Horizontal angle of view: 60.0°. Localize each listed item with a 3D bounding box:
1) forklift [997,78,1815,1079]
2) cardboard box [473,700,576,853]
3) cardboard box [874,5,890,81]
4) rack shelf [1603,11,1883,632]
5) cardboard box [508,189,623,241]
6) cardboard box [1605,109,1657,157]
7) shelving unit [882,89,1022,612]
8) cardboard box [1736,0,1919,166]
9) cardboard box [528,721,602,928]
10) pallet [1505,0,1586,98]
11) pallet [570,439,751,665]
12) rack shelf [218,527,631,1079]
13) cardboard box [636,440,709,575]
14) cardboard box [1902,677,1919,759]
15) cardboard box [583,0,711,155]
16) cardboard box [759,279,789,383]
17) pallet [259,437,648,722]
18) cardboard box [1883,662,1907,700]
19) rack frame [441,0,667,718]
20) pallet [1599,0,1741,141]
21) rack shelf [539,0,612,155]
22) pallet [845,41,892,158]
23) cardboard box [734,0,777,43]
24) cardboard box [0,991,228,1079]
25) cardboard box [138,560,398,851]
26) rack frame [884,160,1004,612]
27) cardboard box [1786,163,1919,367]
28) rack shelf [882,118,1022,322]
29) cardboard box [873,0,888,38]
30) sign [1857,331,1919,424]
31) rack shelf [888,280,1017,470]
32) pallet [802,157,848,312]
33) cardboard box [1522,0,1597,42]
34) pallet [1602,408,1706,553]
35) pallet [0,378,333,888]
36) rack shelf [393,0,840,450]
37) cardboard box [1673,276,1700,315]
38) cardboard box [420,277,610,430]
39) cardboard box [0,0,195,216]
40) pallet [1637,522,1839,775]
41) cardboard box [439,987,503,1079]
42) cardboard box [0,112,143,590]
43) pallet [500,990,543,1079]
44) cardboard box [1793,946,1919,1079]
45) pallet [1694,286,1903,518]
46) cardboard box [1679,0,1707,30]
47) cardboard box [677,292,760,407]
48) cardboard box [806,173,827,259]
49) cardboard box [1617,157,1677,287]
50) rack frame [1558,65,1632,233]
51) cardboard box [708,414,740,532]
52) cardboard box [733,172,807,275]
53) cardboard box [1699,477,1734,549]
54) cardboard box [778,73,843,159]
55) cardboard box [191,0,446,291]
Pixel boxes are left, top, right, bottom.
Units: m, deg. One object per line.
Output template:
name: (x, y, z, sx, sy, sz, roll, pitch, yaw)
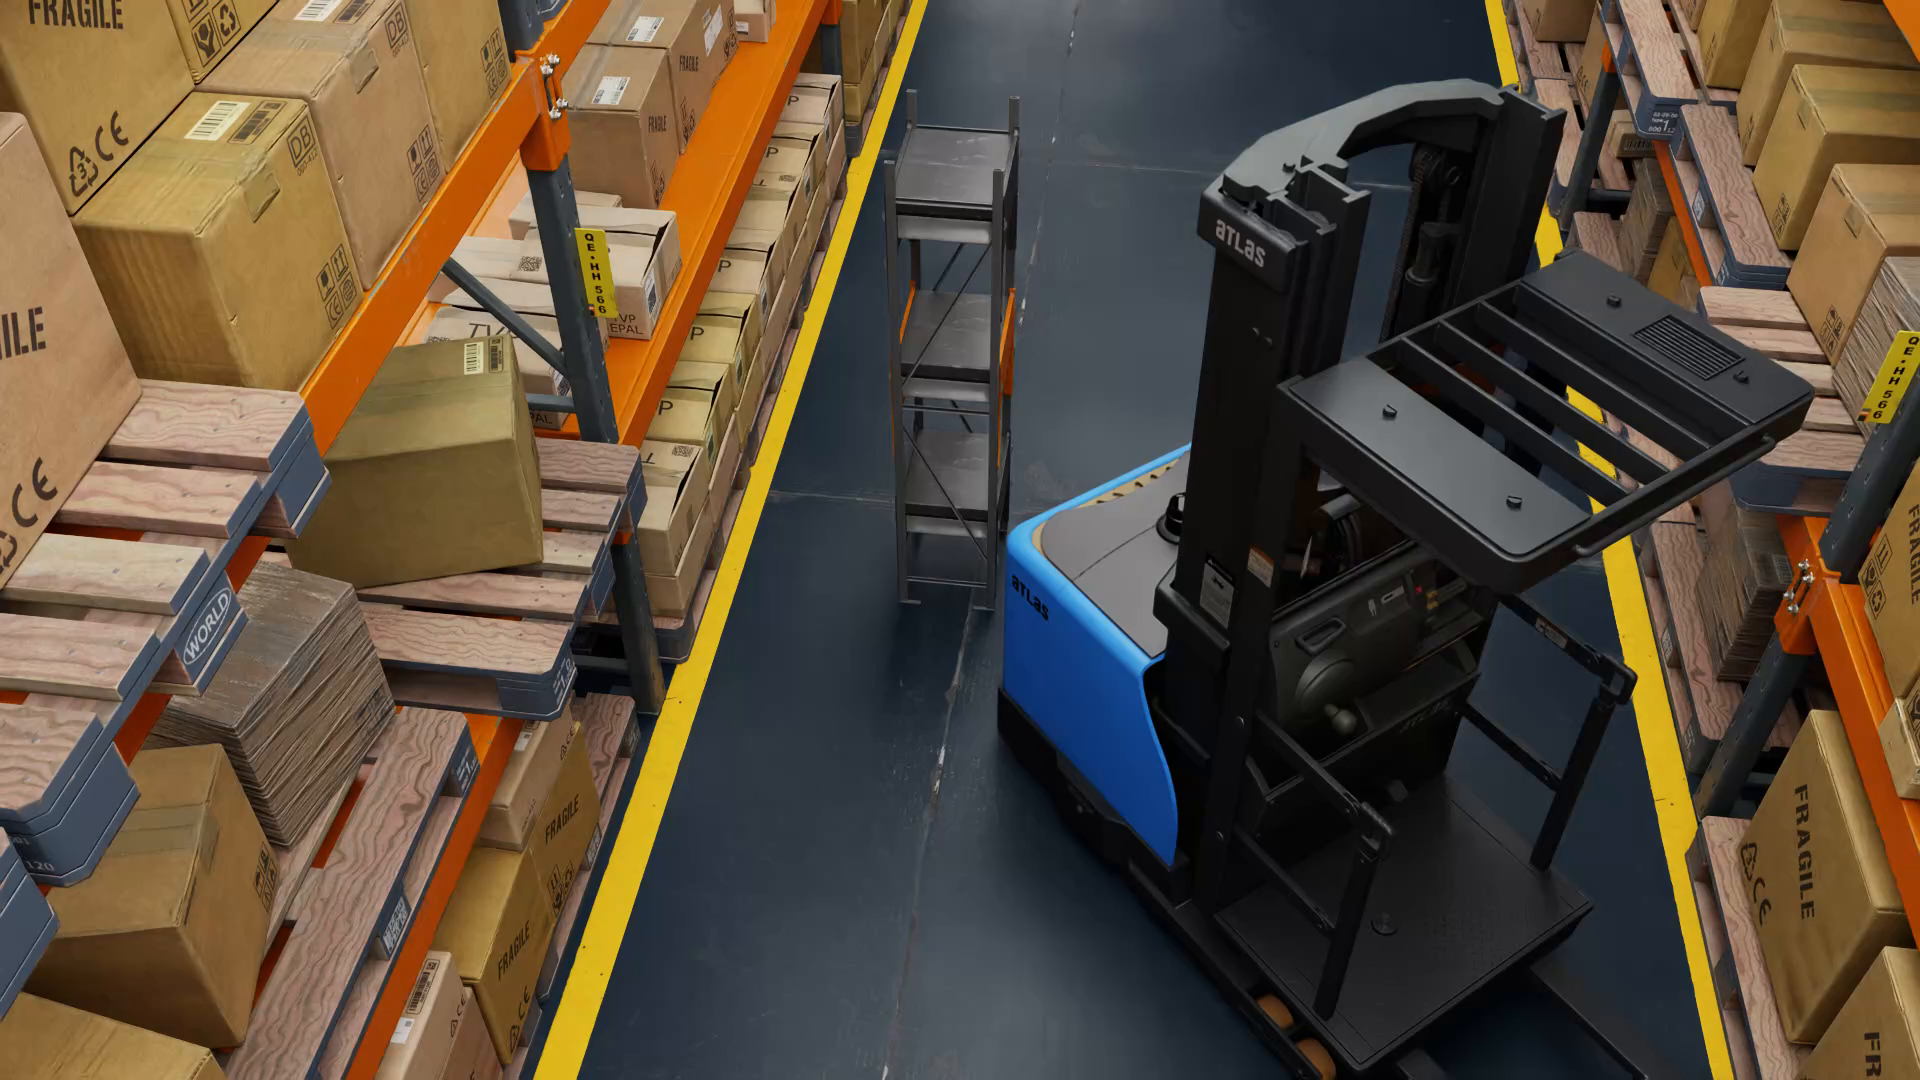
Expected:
forklift: (1.389, 0.332, 4.790, 1.130, 2.935, 3.031, -25, 49, -24)
cardboard box: (-1.567, 0.693, 5.311, 0.500, 0.250, 0.500, 7, 44, 7)
cardboard box: (-0.710, -2.989, 9.941, 0.500, 0.250, 0.500, 5, 44, 6)
rack shelf: (3.503, -1.134, 6.811, 1.077, 0.370, 4.000, 5, 44, 6)
cardboard box: (-1.560, -1.263, 6.607, 0.380, 0.149, 0.250, 8, 44, 9)
cardboard box: (3.808, -2.256, 9.214, 0.380, 0.166, 0.250, 0, 43, 0)
shelving unit: (-0.022, -0.650, 6.431, 0.431, 2.100, 0.503, 5, 44, 6)
cardboard box: (3.529, -1.779, 6.576, 0.700, 0.500, 0.500, 11, 45, 11)
cardboard box: (-1.563, 0.927, 5.610, 0.500, 0.500, 0.500, 7, 44, 7)
pallet: (3.980, -3.040, 10.330, 1.003, 0.211, 1.213, 5, 44, 6)
pallet: (-1.525, -0.025, 7.145, 1.003, 0.211, 1.213, 5, 44, 6)
rack shelf: (-1.937, 1.144, 4.405, 1.077, 0.370, 4.000, 5, 44, 6)
cardboard box: (-1.312, -0.168, 6.554, 0.500, 0.311, 0.500, 7, 44, 7)
cardboard box: (2.842, 0.480, 4.280, 0.500, 0.500, 0.500, 7, 44, 7)
cardboard box: (-1.397, -2.020, 7.151, 0.500, 0.500, 0.500, 5, 44, 6)
cardboard box: (-1.115, -1.011, 7.853, 0.500, 0.250, 0.500, 6, 44, 6)
pallet: (-1.692, 0.058, 5.169, 1.213, 0.211, 1.003, 5, 44, 6)
cardboard box: (2.923, 0.426, 4.809, 0.380, 0.149, 0.250, 6, 44, 6)
rack frame: (-1.672, -0.480, 5.597, 1.000, 3.000, 0.127, 5, 44, 6)
pallet: (3.522, -2.181, 7.533, 1.003, 0.211, 1.213, 5, 44, 6)
rack shelf: (-1.408, -2.671, 6.253, 1.077, 0.370, 4.000, 5, 44, 6)
pallet: (-0.997, -2.732, 10.003, 1.003, 0.211, 1.213, 5, 44, 6)
cardboard box: (-1.078, -2.541, 7.872, 0.396, 0.266, 0.258, 4, 44, 4)
cardboard box: (-1.889, 1.281, 3.360, 0.700, 0.500, 0.500, 12, 45, 12)
cardboard box: (-1.954, 0.377, 4.314, 0.700, 0.500, 0.500, 13, 45, 13)
rack frame: (-0.054, -0.483, 6.255, 0.400, 2.100, 0.015, 5, 44, 6)
cardboard box: (3.338, -0.933, 5.683, 0.700, 0.500, 0.500, 1, 43, 2)
rack shelf: (-0.022, -1.148, 5.959, 0.431, 0.518, 0.480, 5, 44, 6)
cardboard box: (-0.714, -3.261, 9.684, 0.500, 0.500, 0.500, 5, 44, 6)
sign: (2.699, -0.467, 4.799, 0.100, 0.325, 0.005, 5, 44, 6)
rack shelf: (-0.022, -0.640, 6.440, 0.431, 0.518, 0.480, 5, 44, 6)
pallet: (-1.202, -1.688, 8.901, 1.003, 0.211, 1.213, 5, 44, 6)
cardboard box: (3.893, -3.389, 10.168, 0.700, 0.500, 0.500, 3, 44, 3)
pallet: (3.507, -0.381, 7.521, 1.003, 0.211, 1.213, 5, 44, 6)
pallet: (-1.911, 0.080, 2.961, 1.213, 0.211, 1.003, 5, 44, 6)
rack shelf: (-1.408, -1.582, 7.284, 1.077, 0.370, 4.000, 5, 44, 6)
cardboard box: (3.560, -0.806, 7.440, 0.700, 0.500, 0.500, 6, 44, 6)
cardboard box: (-1.581, -0.691, 5.886, 0.500, 0.311, 0.500, 8, 44, 8)
cardboard box: (-1.871, -0.977, 3.140, 0.500, 0.500, 0.500, 5, 44, 6)
pallet: (3.343, 0.448, 6.645, 1.003, 0.211, 1.213, 5, 44, 6)
cardboard box: (-1.695, 1.638, 4.859, 0.500, 0.500, 0.500, 4, 44, 4)
cardboard box: (-1.888, -0.314, 2.790, 0.600, 0.600, 0.600, 4, 44, 4)
pallet: (-1.972, 1.867, 5.147, 1.003, 0.211, 1.213, 5, 44, 6)
cardboard box: (2.889, 1.682, 4.573, 0.750, 0.750, 0.750, 5, 44, 5)
pallet: (3.227, -0.458, 5.714, 1.213, 0.211, 1.003, 5, 44, 6)
cardboard box: (3.666, -2.610, 7.455, 0.700, 0.500, 0.500, 5, 44, 6)
cardboard box: (-1.181, -0.874, 7.300, 0.500, 0.311, 0.500, 4, 44, 4)
cardboard box: (-0.980, -1.706, 8.587, 0.500, 0.250, 0.500, 5, 44, 5)
cardboard box: (3.686, -1.507, 8.180, 0.700, 0.500, 0.500, 7, 44, 7)
rack frame: (3.767, -2.758, 8.003, 1.000, 3.000, 0.127, 5, 44, 6)
cardboard box: (-1.246, -0.307, 7.109, 0.500, 0.250, 0.500, 4, 44, 4)
cardboard box: (-1.044, -1.566, 8.031, 0.500, 0.311, 0.500, 5, 44, 5)
cardboard box: (3.465, -0.120, 6.715, 0.700, 0.500, 0.500, 5, 44, 5)
cardboard box: (-0.913, -2.262, 8.766, 0.500, 0.311, 0.500, 5, 44, 6)
cardboard box: (-1.764, -0.957, 3.847, 0.910, 0.500, 0.500, 5, 44, 6)
